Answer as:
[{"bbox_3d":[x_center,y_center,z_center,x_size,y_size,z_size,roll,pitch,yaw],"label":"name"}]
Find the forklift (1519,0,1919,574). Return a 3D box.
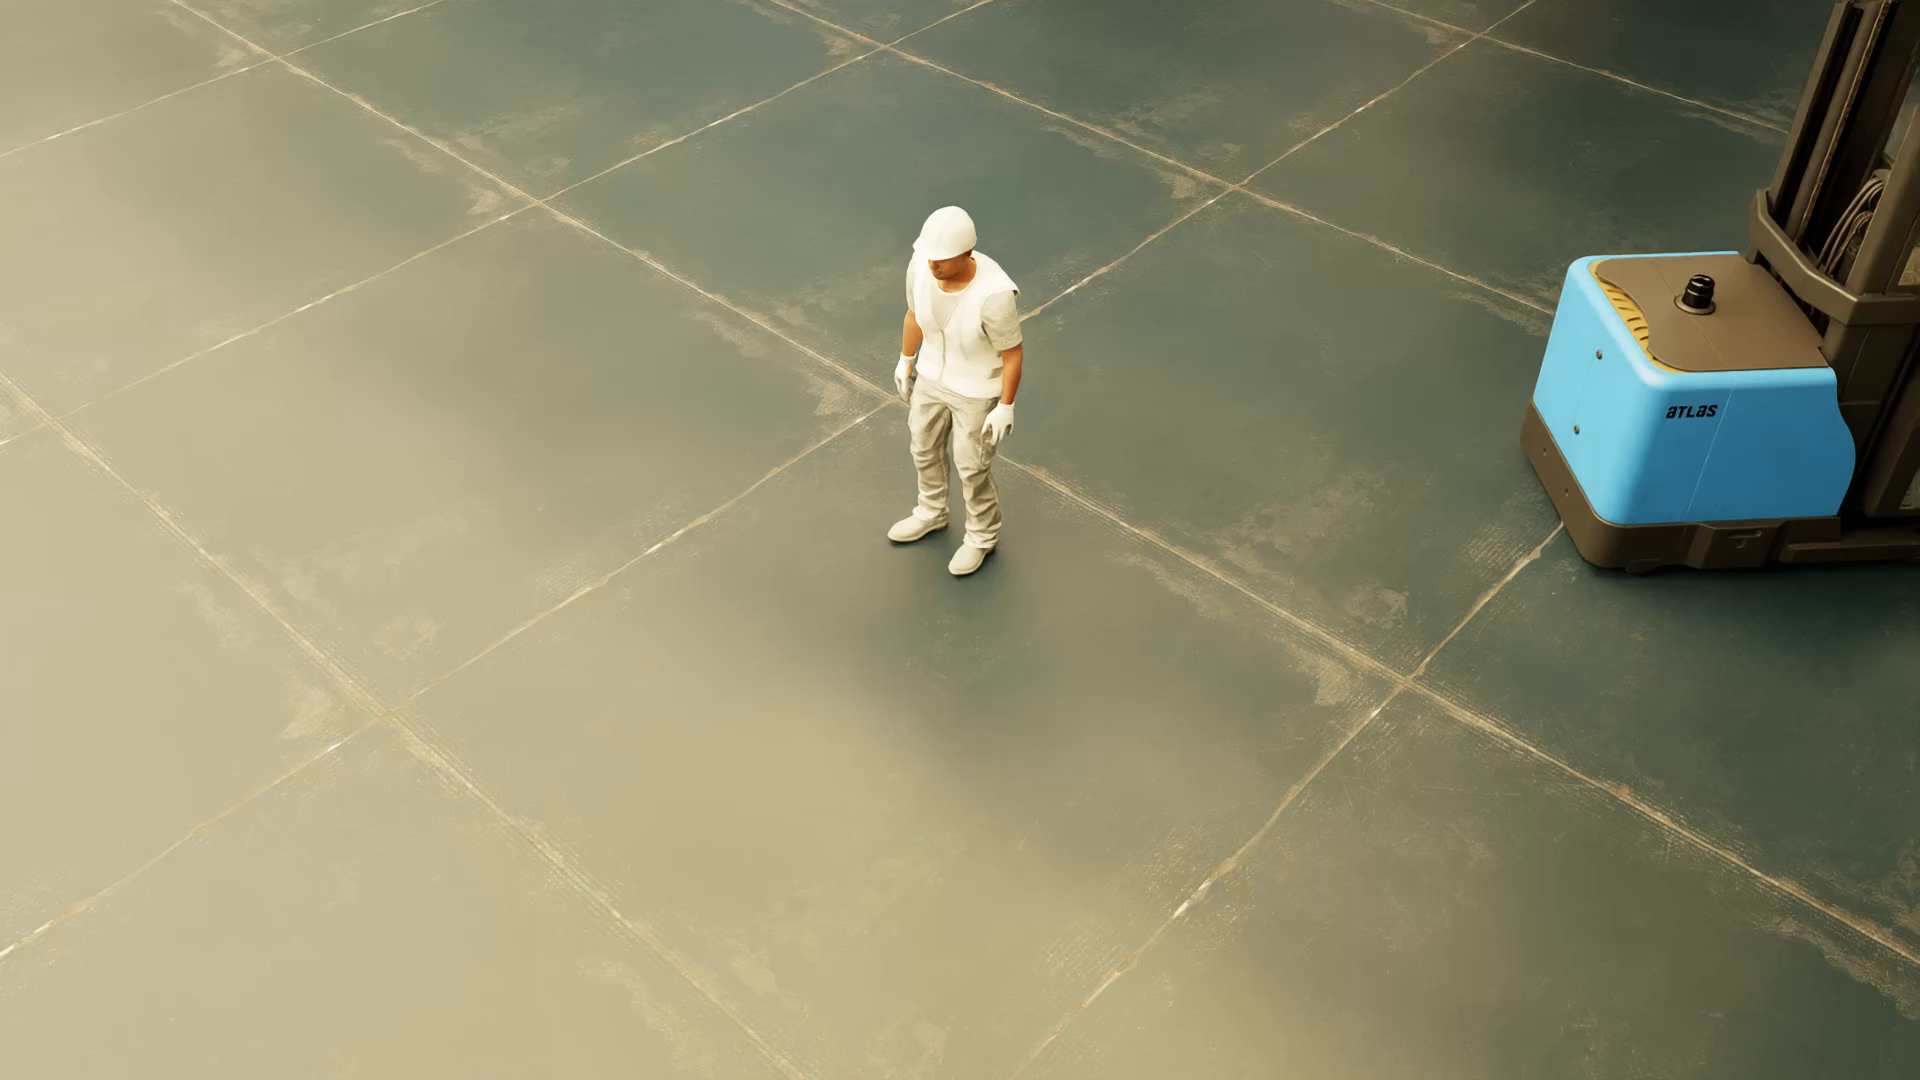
[{"bbox_3d":[4.279,-1.336,6.986,3.031,2.935,1.130,-3,41,-3],"label":"forklift"}]

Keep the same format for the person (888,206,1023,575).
[{"bbox_3d":[-0.021,-0.650,7.078,0.617,1.773,0.449,29,48,30],"label":"person"}]
